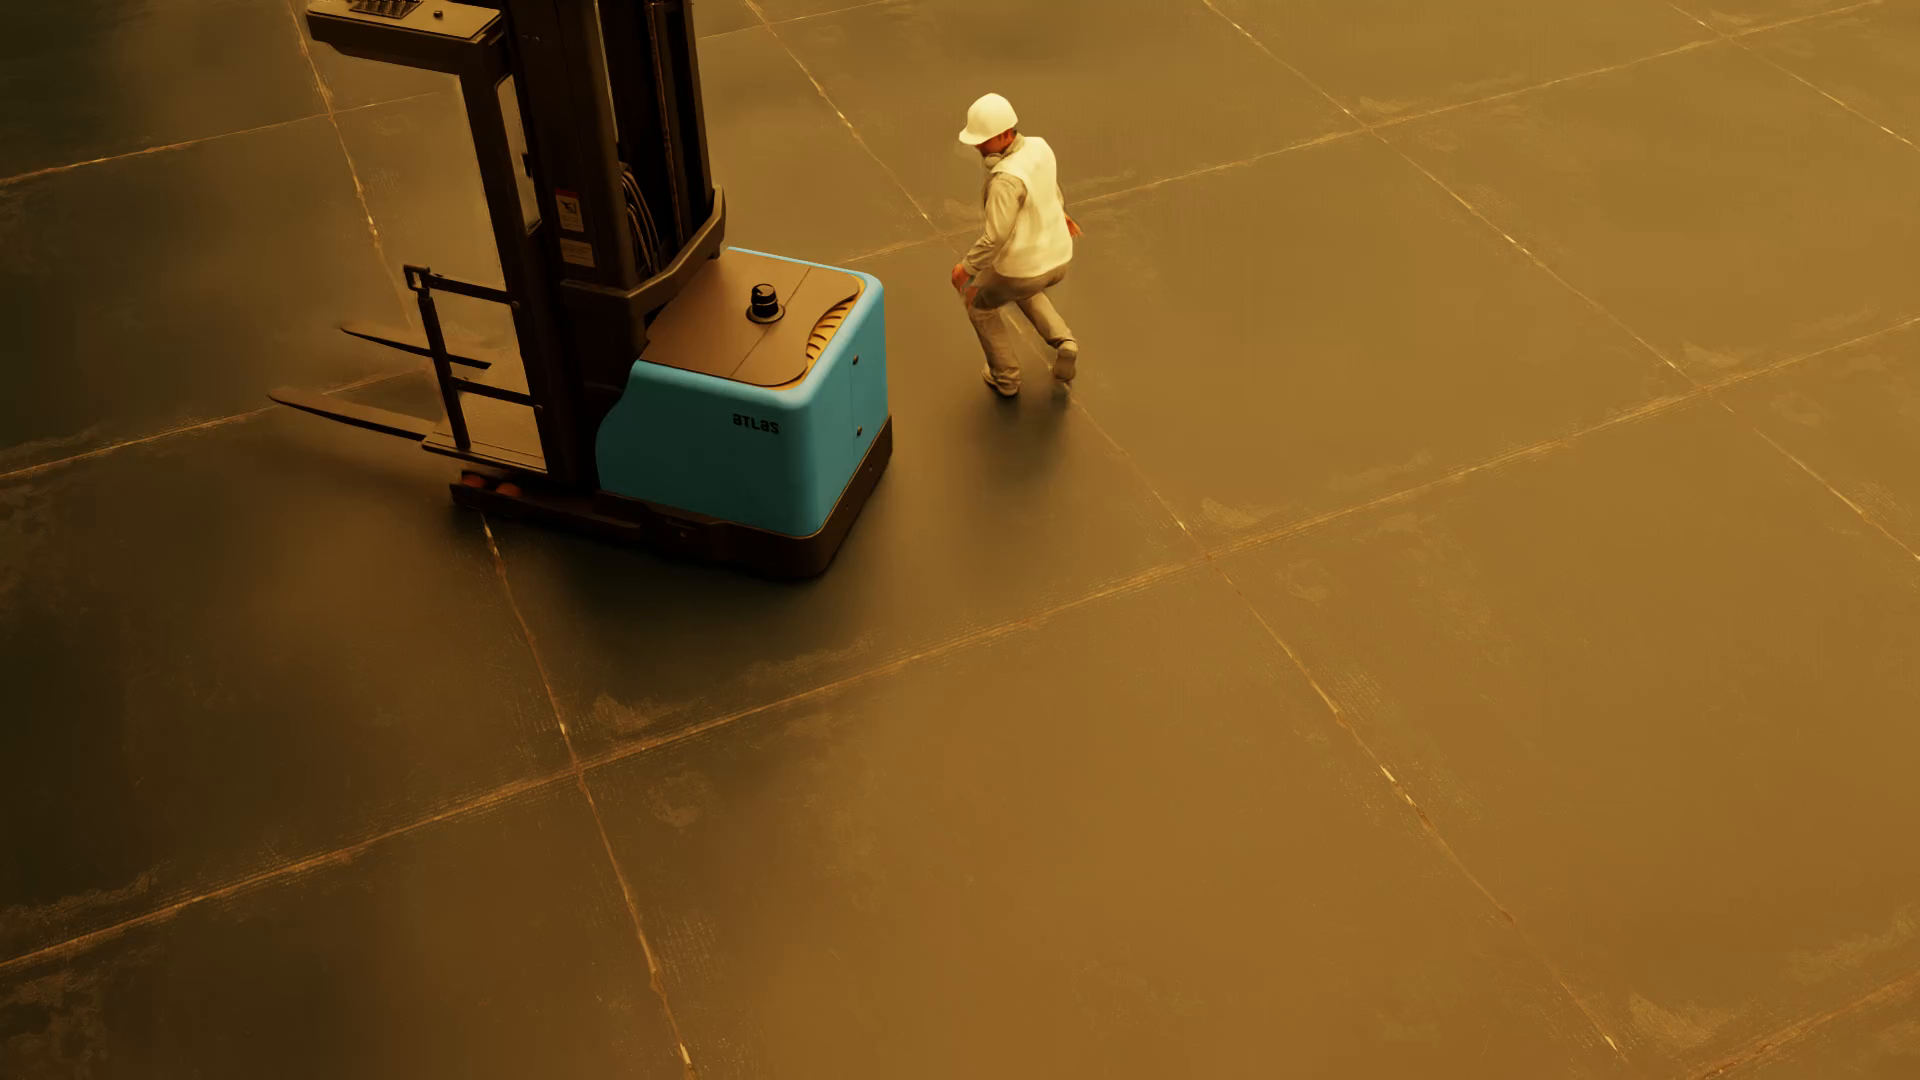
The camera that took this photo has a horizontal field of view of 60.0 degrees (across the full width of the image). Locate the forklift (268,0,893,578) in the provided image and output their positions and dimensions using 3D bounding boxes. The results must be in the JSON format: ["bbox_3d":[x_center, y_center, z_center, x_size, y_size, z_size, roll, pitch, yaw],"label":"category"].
[{"bbox_3d":[-1.906,-1.505,7.292,3.031,2.935,1.130,13,45,14],"label":"forklift"}]

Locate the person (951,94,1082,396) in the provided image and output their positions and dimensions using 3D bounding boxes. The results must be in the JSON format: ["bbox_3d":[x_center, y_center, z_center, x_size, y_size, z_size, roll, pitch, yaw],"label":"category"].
[{"bbox_3d":[0.344,-1.457,8.259,0.575,1.594,0.891,30,51,28],"label":"person"}]
